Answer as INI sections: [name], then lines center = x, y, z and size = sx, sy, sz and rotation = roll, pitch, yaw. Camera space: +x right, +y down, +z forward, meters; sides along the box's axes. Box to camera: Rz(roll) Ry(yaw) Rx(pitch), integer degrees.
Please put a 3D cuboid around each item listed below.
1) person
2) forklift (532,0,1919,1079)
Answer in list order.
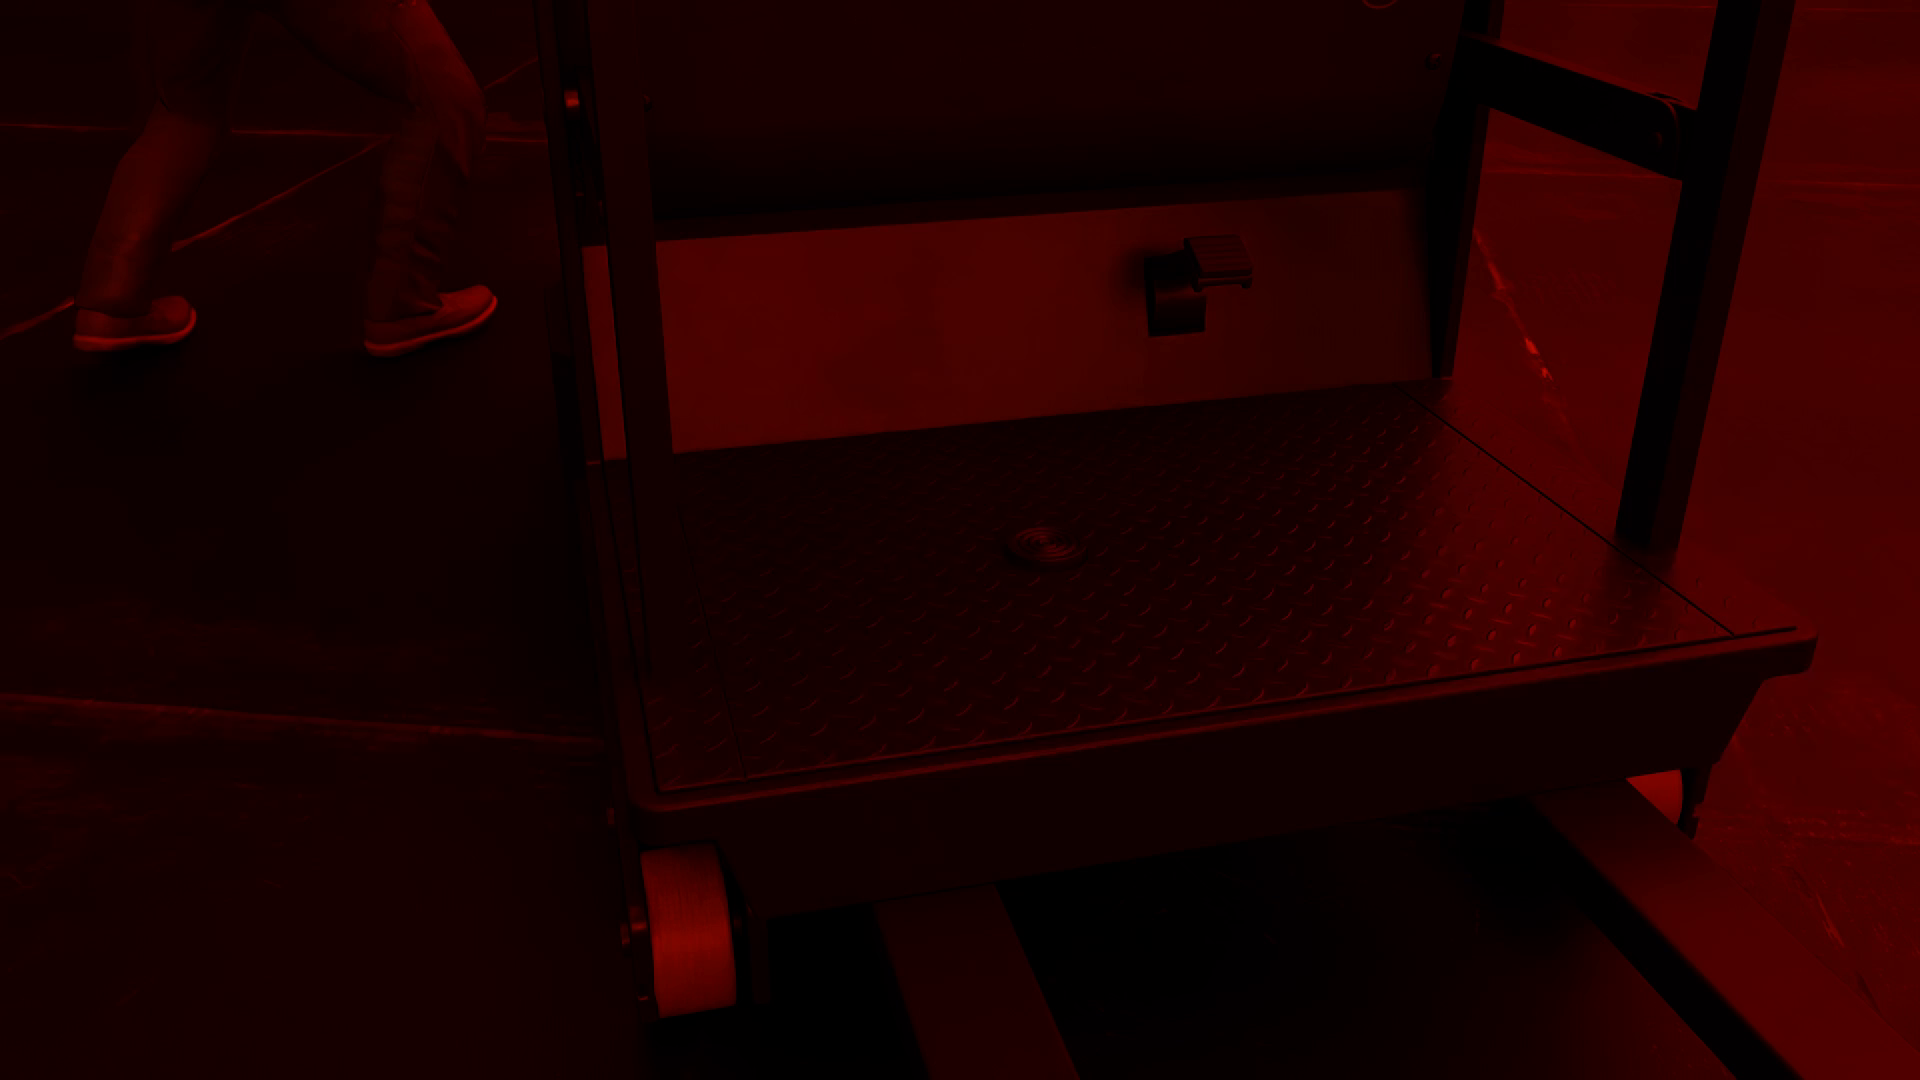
[person]
center = -1.202, -1.087, 2.951
size = 0.728, 1.531, 0.822
rotation = 14, 30, 26
[forklift]
center = 0.153, -1.049, 1.319
size = 1.130, 2.935, 3.031
rotation = -7, 27, -13
